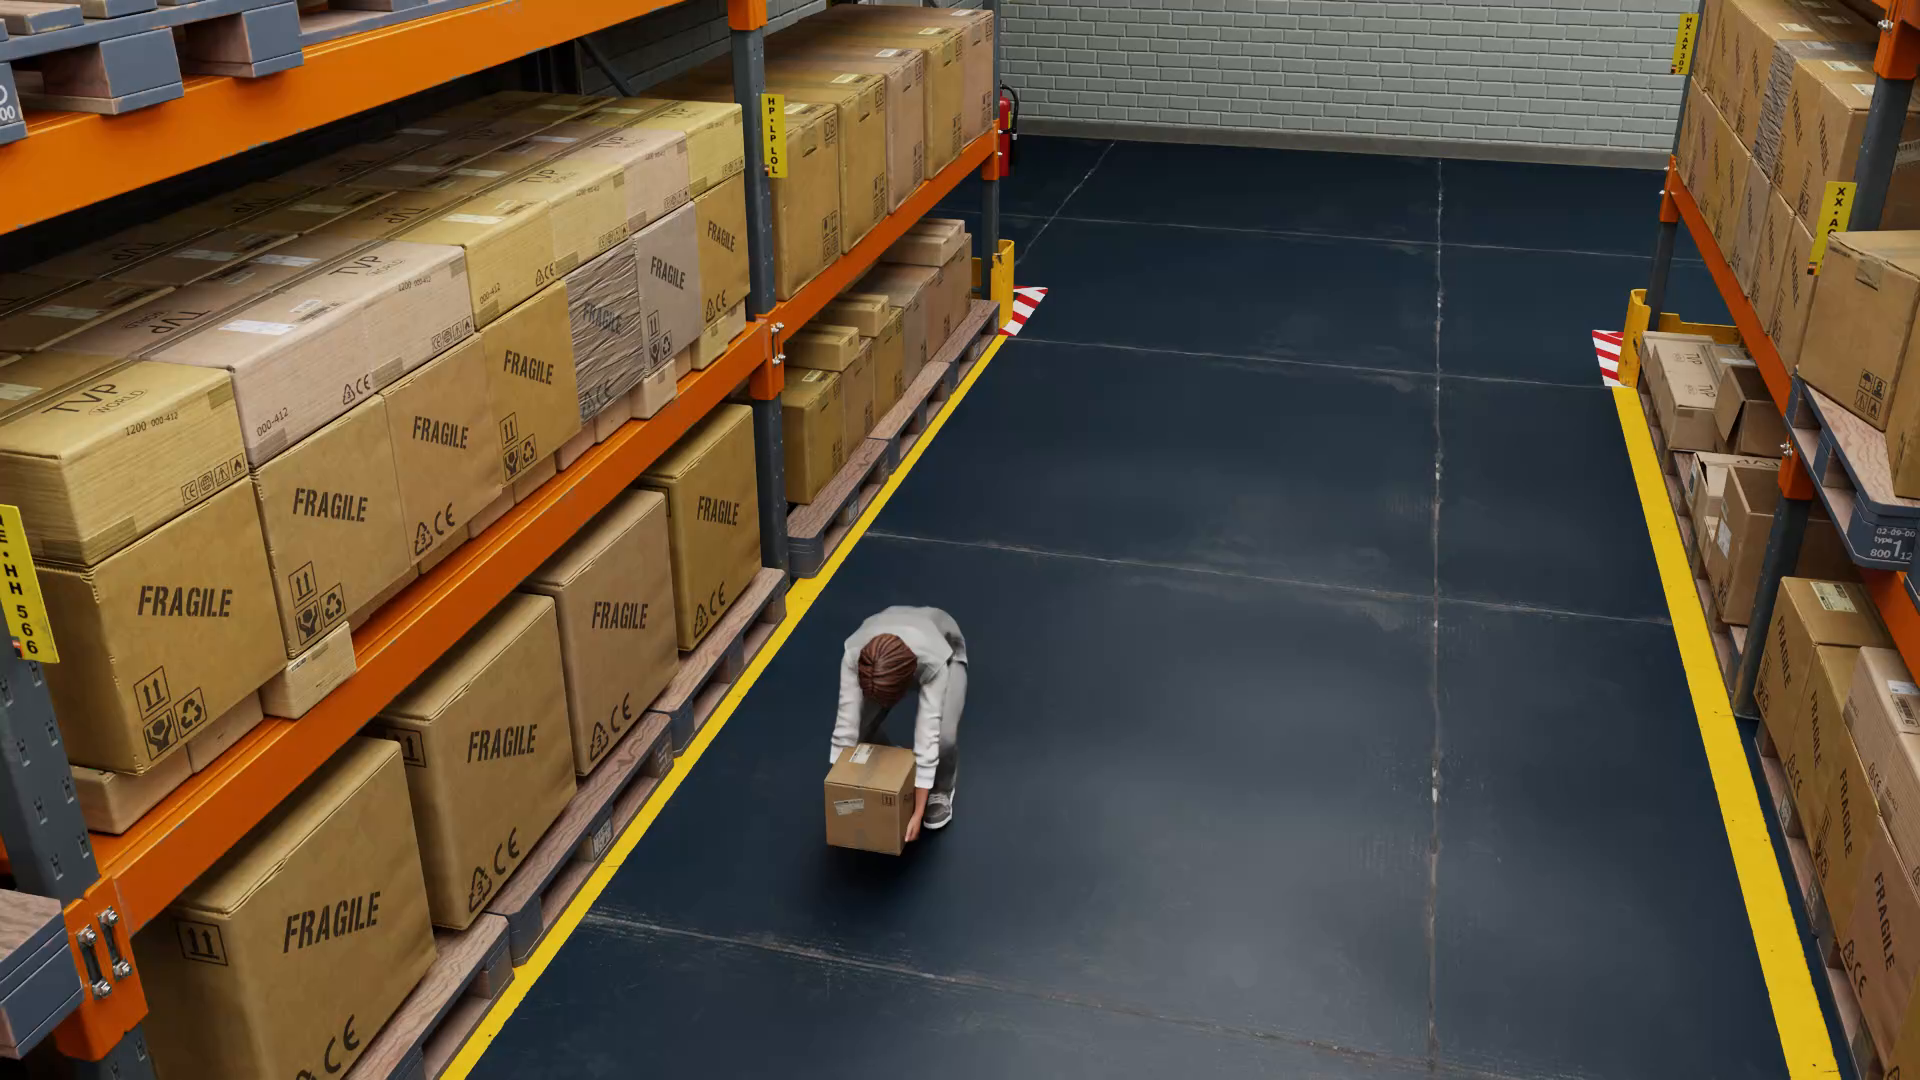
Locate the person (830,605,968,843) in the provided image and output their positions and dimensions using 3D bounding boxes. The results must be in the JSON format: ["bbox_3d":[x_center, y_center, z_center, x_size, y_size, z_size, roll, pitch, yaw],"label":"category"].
[{"bbox_3d":[-0.200,0.593,5.695,0.419,0.903,0.833,6,26,12],"label":"person"}]
